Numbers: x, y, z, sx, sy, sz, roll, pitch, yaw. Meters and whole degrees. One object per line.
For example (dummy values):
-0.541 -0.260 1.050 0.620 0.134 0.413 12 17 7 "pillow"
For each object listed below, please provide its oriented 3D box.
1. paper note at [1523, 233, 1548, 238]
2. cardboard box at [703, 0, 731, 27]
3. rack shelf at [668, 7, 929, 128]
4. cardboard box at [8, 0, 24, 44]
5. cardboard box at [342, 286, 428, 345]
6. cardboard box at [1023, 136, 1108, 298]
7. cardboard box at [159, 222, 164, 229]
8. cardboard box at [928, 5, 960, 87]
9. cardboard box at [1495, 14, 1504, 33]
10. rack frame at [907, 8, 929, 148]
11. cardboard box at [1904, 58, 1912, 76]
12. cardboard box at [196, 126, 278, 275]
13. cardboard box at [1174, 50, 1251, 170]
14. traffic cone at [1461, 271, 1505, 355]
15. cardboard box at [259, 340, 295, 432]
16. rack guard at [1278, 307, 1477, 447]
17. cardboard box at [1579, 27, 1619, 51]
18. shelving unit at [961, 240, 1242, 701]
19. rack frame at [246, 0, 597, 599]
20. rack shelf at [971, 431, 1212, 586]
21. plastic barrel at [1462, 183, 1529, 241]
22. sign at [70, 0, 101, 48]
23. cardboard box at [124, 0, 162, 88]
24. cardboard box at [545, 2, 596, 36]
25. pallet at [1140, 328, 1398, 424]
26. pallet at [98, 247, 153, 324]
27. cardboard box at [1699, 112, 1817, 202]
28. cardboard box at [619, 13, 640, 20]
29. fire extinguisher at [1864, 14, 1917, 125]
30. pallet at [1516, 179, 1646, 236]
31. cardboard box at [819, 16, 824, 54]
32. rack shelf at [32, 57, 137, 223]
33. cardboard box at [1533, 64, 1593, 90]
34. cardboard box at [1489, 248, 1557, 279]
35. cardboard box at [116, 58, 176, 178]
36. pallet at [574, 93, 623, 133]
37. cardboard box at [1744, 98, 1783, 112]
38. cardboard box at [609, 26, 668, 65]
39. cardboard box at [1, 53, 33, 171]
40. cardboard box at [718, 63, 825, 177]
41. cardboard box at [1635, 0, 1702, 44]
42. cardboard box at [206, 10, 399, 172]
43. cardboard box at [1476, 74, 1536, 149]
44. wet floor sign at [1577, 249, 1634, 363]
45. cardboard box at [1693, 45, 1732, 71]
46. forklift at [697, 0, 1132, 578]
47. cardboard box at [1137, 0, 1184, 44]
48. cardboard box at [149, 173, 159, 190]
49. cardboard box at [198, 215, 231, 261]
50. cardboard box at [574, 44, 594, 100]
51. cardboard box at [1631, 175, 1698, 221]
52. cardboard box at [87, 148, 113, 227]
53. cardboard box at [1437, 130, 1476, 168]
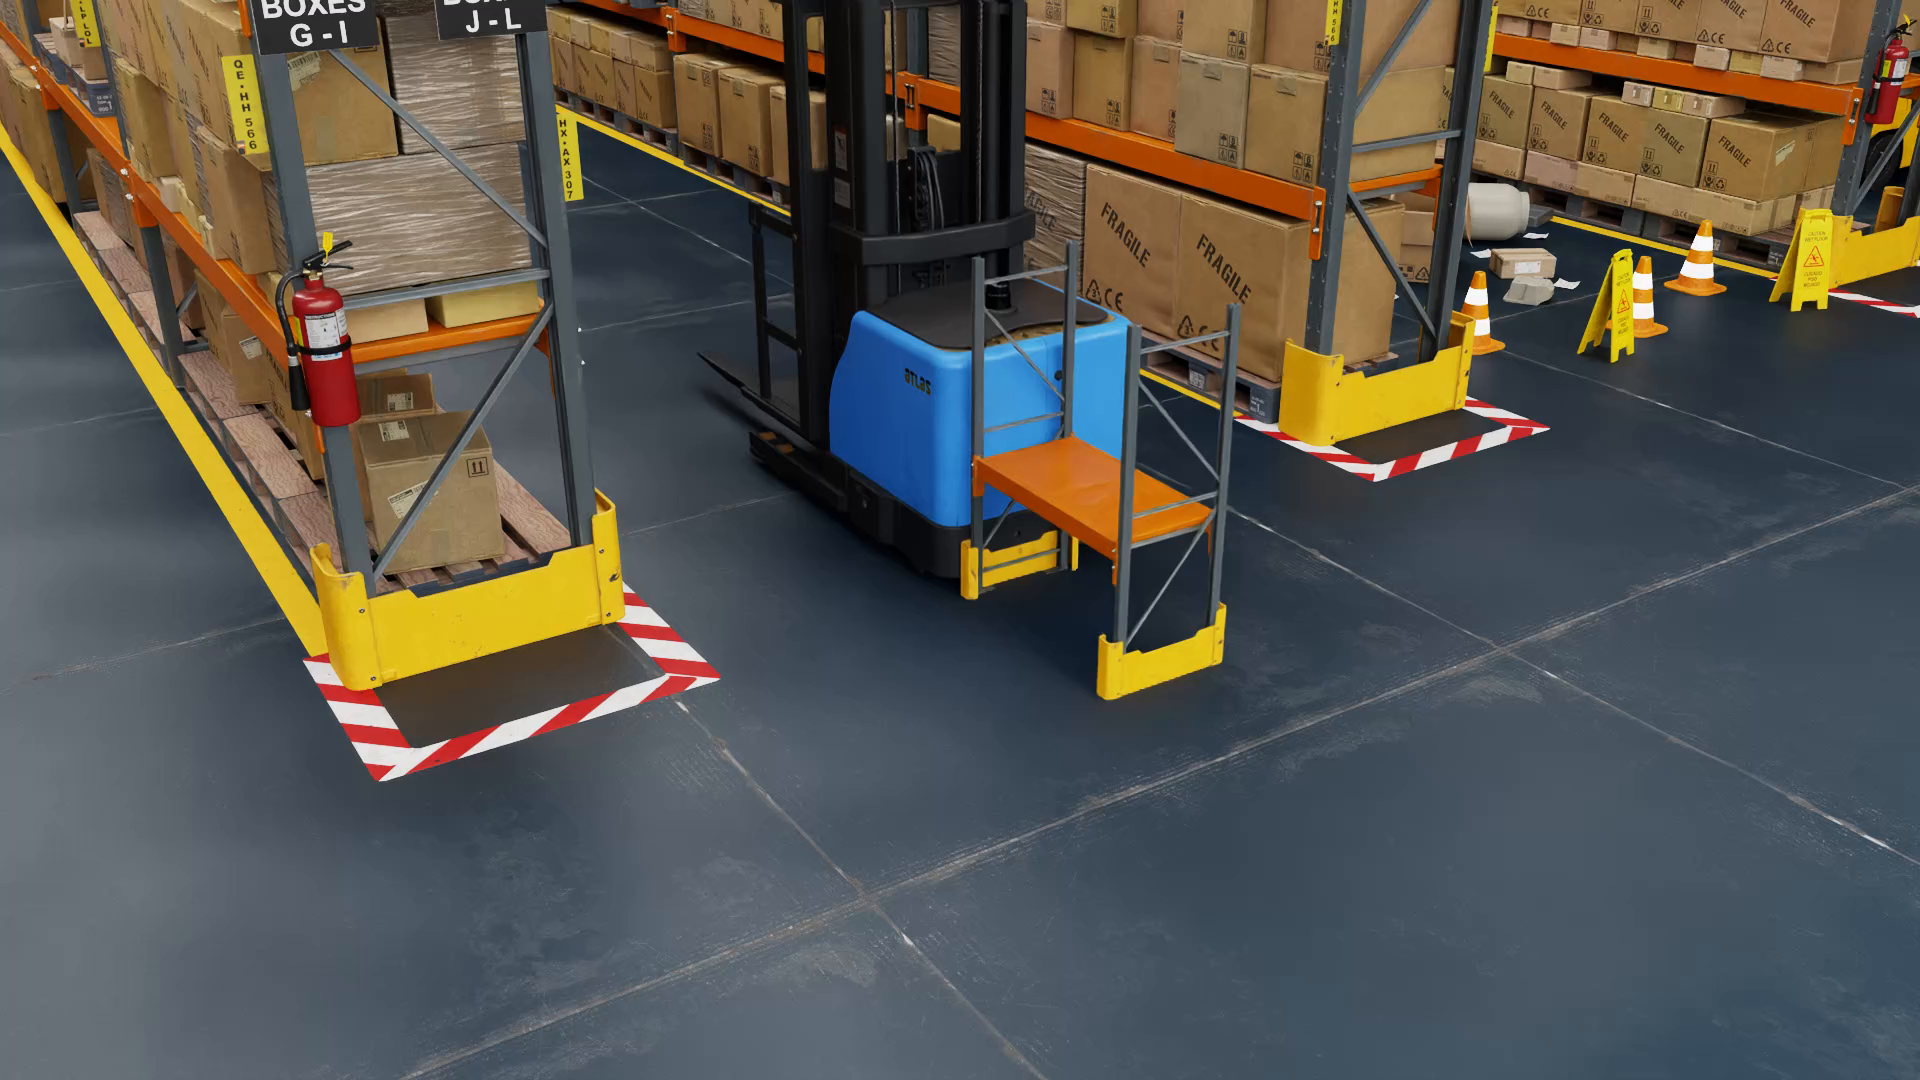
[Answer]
4.369 -2.312 12.612 0.148 0.019 0.142 18 31 33 "paper note"
-1.798 -4.548 13.754 0.500 0.500 0.500 -16 30 -30 "cardboard box"
-1.005 -3.867 13.270 1.077 0.370 4.000 -16 29 -30 "rack shelf"
-7.052 -4.132 12.871 0.500 0.500 0.500 -16 30 -30 "cardboard box"
-2.269 -0.867 6.367 0.380 0.149 0.250 -16 29 -30 "cardboard box"
0.867 -2.143 10.773 0.875 0.875 0.875 -15 29 -29 "cardboard box"
-4.686 -1.825 10.516 0.700 0.500 0.500 -16 29 -30 "cardboard box"
0.298 -3.416 11.296 0.875 0.550 0.550 -16 29 -30 "cardboard box"
4.434 -4.199 13.426 0.380 0.149 0.250 -16 29 -30 "cardboard box"
0.087 -3.477 11.602 1.000 3.000 0.127 -16 29 -30 "rack frame"
6.351 -3.292 11.504 0.380 0.149 0.250 -15 29 -29 "cardboard box"
-2.591 -1.460 6.864 0.875 0.500 0.500 -16 29 -30 "cardboard box"
1.711 -2.428 9.204 0.875 0.550 0.550 -16 29 -30 "cardboard box"
3.170 -1.420 10.216 0.336 0.463 0.334 -16 29 -30 "traffic cone"
-3.216 -0.858 8.489 0.500 0.500 0.500 -19 31 -34 "cardboard box"
2.283 -0.907 9.086 1.175 0.500 0.348 -16 29 -30 "rack guard"
4.934 -3.822 12.627 0.380 0.149 0.250 -16 29 -30 "cardboard box"
0.531 -0.315 6.661 0.587 1.500 1.083 -15 29 -29 "shelving unit"
-1.941 -0.927 6.199 1.000 3.000 0.127 -16 29 -30 "rack frame"
0.536 -0.149 6.730 0.538 0.185 1.000 -15 29 -29 "rack shelf"
3.967 -2.457 12.459 0.512 0.421 0.421 3 25 6 "plastic barrel"
-4.587 -2.750 8.706 0.100 0.325 0.005 -16 29 -30 "sign"
-3.545 -2.411 7.708 0.500 0.500 0.500 -16 29 -30 "cardboard box"
-4.098 -5.411 17.257 0.500 0.250 0.500 -17 30 -32 "cardboard box"
1.768 -1.053 9.733 1.003 0.211 1.213 -16 29 -30 "pallet"
-5.220 -1.811 11.339 1.003 0.211 1.213 -16 29 -30 "pallet"
5.707 -2.747 11.907 0.500 0.500 0.500 -15 29 -29 "cardboard box"
-3.092 -5.157 16.718 0.500 0.250 0.500 -17 30 -32 "cardboard box"
6.039 -3.053 10.793 0.296 0.674 0.183 -16 29 -30 "fire extinguisher"
5.245 -2.737 13.300 1.003 0.211 1.213 -16 29 -30 "pallet"
-0.698 -3.827 12.226 0.500 0.500 0.500 -16 30 -30 "cardboard box"
-5.216 -2.747 10.899 1.077 0.370 4.000 -16 29 -30 "rack shelf"
4.724 -3.634 13.025 0.380 0.149 0.250 -14 29 -27 "cardboard box"
3.955 -1.945 11.695 0.380 0.149 0.250 -1 25 -3 "cardboard box"
-3.687 -2.175 8.377 0.875 0.500 0.500 -16 29 -30 "cardboard box"
-3.184 -4.362 16.744 1.003 0.211 1.213 -16 29 -30 "pallet"
5.851 -3.069 12.588 0.500 0.500 0.500 -17 30 -31 "cardboard box"
-2.975 -4.668 15.682 0.500 0.250 0.500 -15 29 -29 "cardboard box"
-7.147 -3.589 13.837 1.225 0.875 0.875 -15 29 -29 "cardboard box"
-1.360 -3.530 13.856 1.050 0.750 0.750 -15 29 -29 "cardboard box"
5.296 -3.906 12.044 0.500 0.500 0.500 -16 29 -30 "cardboard box"
-2.448 -1.698 6.195 0.500 0.500 0.500 -16 29 -30 "cardboard box"
4.577 -3.490 13.479 0.500 0.500 0.500 -14 29 -28 "cardboard box"
3.945 -1.433 10.029 0.267 0.644 0.232 -22 33 -38 "wet floor sign"
5.460 -3.453 11.845 0.380 0.149 0.250 -15 29 -29 "cardboard box"
-0.426 -1.743 8.008 1.130 2.935 3.031 -15 29 -29 "forklift"
1.531 -3.151 9.471 0.875 0.550 0.550 -16 29 -30 "cardboard box"
-3.974 -1.921 8.600 0.380 0.149 0.250 -16 29 -30 "cardboard box"
-3.176 -1.379 7.451 0.380 0.149 0.250 -16 29 -30 "cardboard box"
-3.512 -4.699 16.626 0.500 0.500 0.500 -15 29 -29 "cardboard box"
5.420 -2.596 12.464 0.500 0.250 0.500 -15 29 -29 "cardboard box"
-5.925 -2.622 12.202 0.700 0.500 0.500 -17 30 -32 "cardboard box"
4.275 -3.339 14.039 0.500 0.250 0.500 -17 30 -32 "cardboard box"
